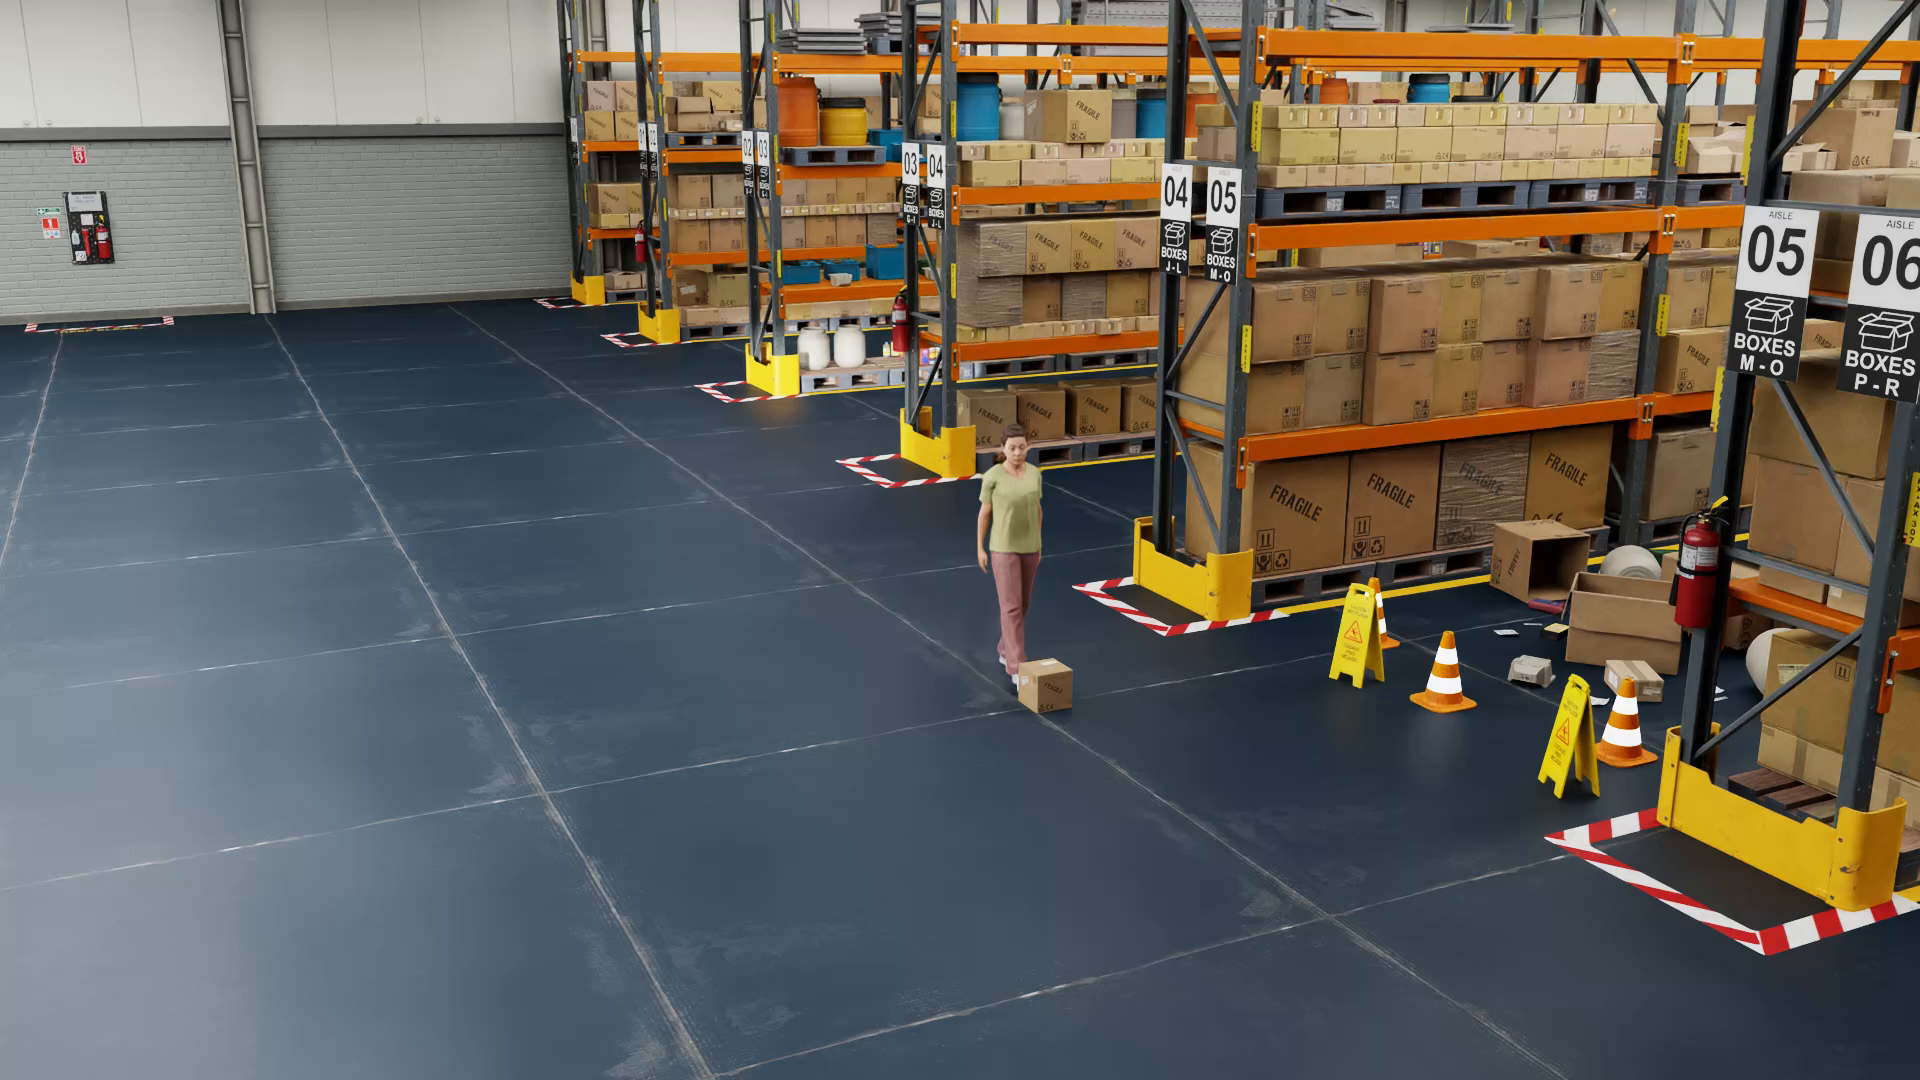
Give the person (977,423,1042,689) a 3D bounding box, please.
[{"bbox_3d":[0.403,0.100,10.627,0.462,1.664,0.725,-7,17,-24],"label":"person"}]
